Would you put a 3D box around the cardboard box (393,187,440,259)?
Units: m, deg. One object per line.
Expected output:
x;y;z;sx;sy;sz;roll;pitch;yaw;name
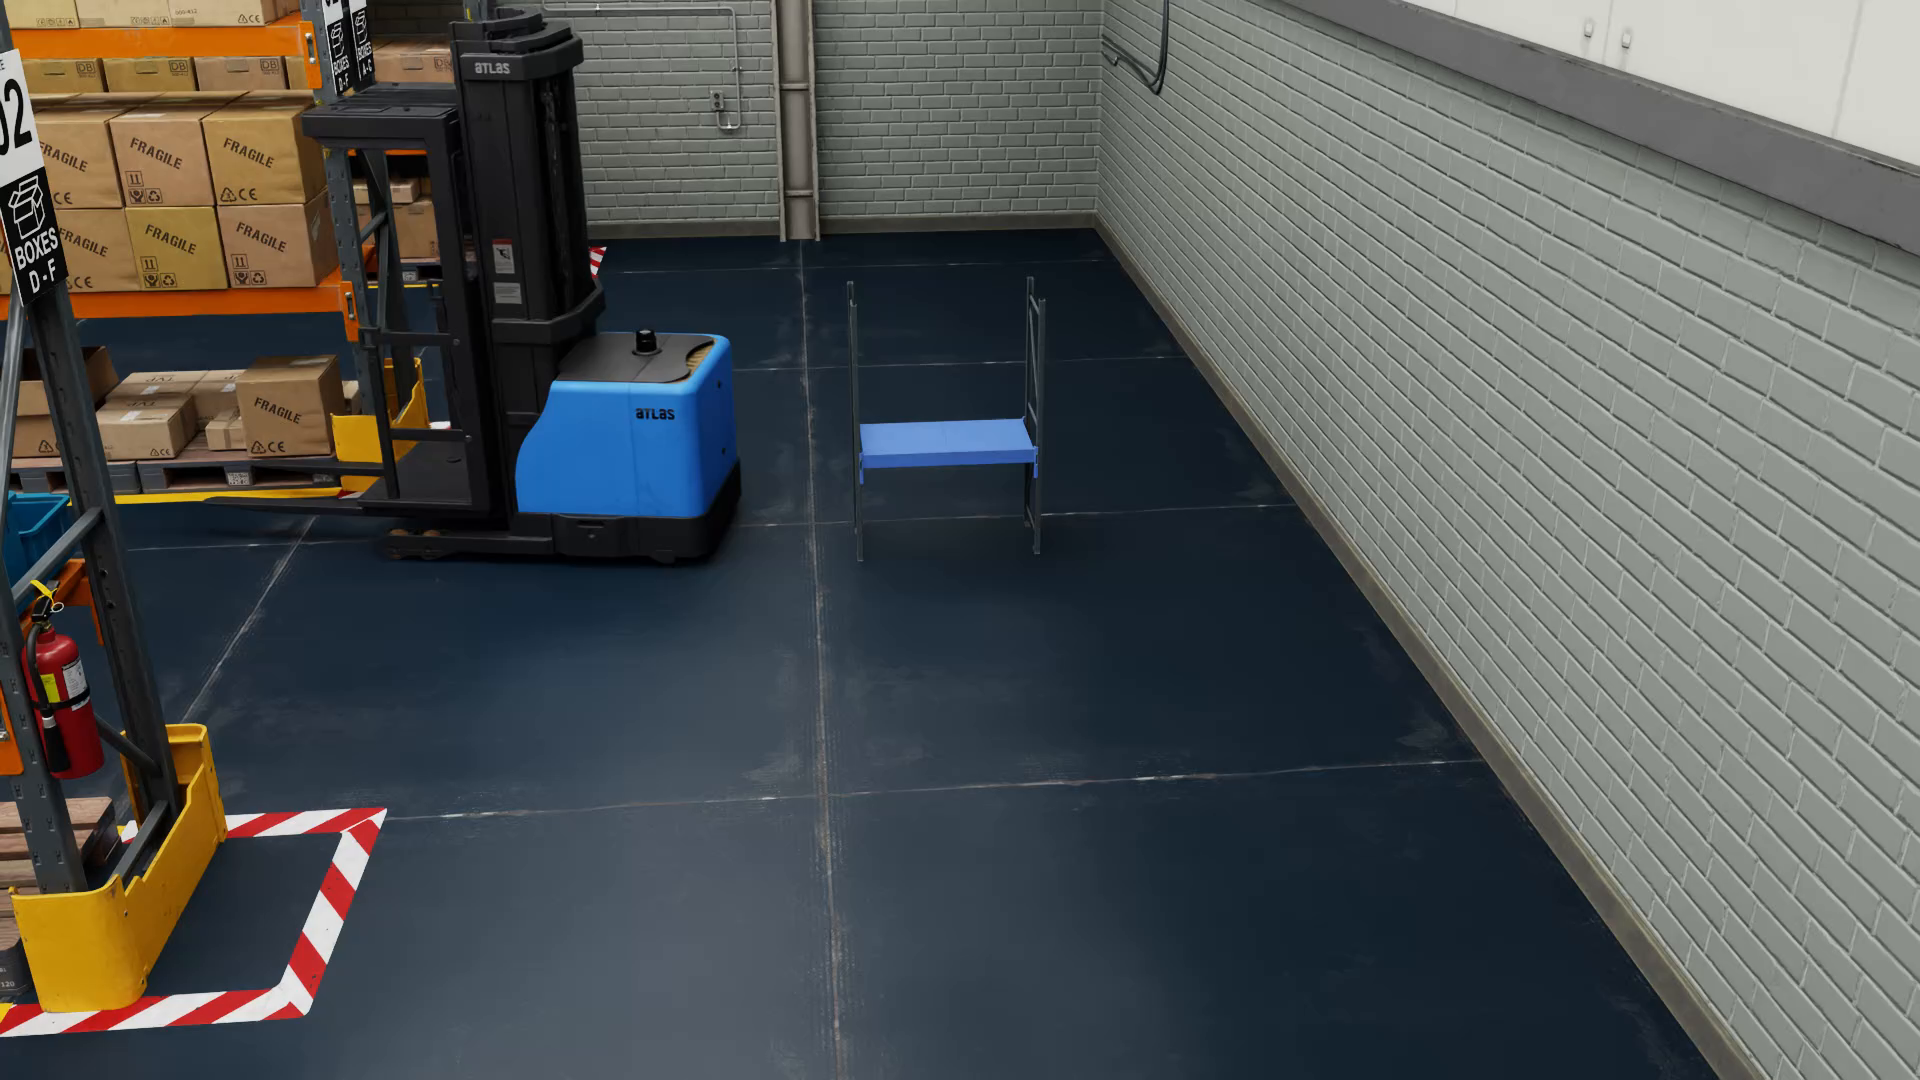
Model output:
-4.873;-2.899;15.139;0.500;0.500;0.700;-2;24;-5;cardboard box

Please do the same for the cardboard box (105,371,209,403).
-5.260;-0.913;10.955;0.500;0.250;0.500;-2;24;-5;cardboard box

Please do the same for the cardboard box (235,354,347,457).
-4.213;-0.853;10.512;0.500;0.500;0.500;-2;24;-5;cardboard box

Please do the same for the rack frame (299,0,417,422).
-3.696;-1.915;10.366;0.127;3.000;1.000;-2;24;-5;rack frame

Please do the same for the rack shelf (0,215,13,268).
-5.203;-0.875;5.219;4.000;0.370;1.077;-2;24;-5;rack shelf

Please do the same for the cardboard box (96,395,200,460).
-5.161;-0.713;10.504;0.500;0.250;0.500;-2;24;-5;cardboard box

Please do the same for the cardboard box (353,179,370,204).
-5.237;-3.106;14.807;0.250;0.149;0.380;-2;24;-4;cardboard box

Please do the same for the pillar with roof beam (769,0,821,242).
-1.161;-5.376;10.766;0.400;9.000;9.100;-2;24;-5;pillar with roof beam

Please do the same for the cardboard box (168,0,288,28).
-4.181;-3.090;9.501;0.500;0.250;0.500;-2;24;-5;cardboard box

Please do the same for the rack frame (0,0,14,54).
-3.213;-2.654;4.643;0.127;3.000;1.000;-2;24;-5;rack frame

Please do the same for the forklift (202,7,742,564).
-2.887;-1.436;9.372;3.031;2.935;1.130;2;24;5;forklift

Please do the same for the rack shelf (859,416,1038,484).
-0.085;-0.518;9.511;1.000;0.185;0.538;-2;24;-5;rack shelf

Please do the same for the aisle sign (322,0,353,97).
-3.598;-2.982;9.566;0.004;0.787;0.394;-2;24;-5;aisle sign

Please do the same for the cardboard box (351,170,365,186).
-5.522;-3.251;15.132;0.250;0.149;0.380;-2;24;-5;cardboard box

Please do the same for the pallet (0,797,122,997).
-4.037;1.378;6.389;1.213;0.211;1.003;-2;24;-5;pallet

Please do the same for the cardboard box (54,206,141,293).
-5.128;-1.793;9.968;0.500;0.500;0.500;-2;24;-5;cardboard box

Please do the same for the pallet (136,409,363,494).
-4.565;-0.606;10.853;1.213;0.211;1.003;-2;24;-5;pallet

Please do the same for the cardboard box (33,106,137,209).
-5.130;-2.246;9.756;0.500;0.500;0.500;-2;24;-4;cardboard box

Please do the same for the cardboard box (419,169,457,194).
-4.769;-3.281;15.200;0.250;0.149;0.380;-2;24;-5;cardboard box

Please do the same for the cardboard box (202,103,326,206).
-4.112;-2.289;9.853;0.500;0.500;0.500;-3;24;-6;cardboard box

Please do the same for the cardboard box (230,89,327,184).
-4.163;-2.507;10.343;0.500;0.500;0.500;-2;24;-4;cardboard box

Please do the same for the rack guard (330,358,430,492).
-3.772;-0.770;10.867;0.348;0.500;1.175;-2;24;-5;rack guard

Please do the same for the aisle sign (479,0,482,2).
-4.085;-4.987;14.076;0.004;0.787;0.394;-2;24;-5;aisle sign

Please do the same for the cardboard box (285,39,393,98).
-5.416;-3.997;14.679;0.700;0.700;0.980;-2;24;-6;cardboard box

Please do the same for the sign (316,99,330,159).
-3.661;-2.364;9.560;0.005;0.325;0.100;-2;24;-5;sign

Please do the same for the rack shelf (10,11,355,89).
-5.686;-2.877;9.723;4.000;0.370;1.077;-2;24;-5;rack shelf

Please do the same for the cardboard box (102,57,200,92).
-6.899;-3.937;14.545;0.700;0.700;0.980;-3;24;-6;cardboard box

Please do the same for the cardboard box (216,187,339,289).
-4.115;-1.833;10.058;0.500;0.500;0.500;-2;24;-4;cardboard box

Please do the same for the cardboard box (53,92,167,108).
-5.181;-2.465;10.248;0.500;0.500;0.500;-2;24;-4;cardboard box

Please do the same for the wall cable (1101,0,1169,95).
1.477;-5.321;14.466;0.112;2.526;3.097;-2;24;-5;wall cable

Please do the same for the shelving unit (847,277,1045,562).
-0.085;-0.682;9.438;1.048;1.500;0.538;-2;24;-5;shelving unit

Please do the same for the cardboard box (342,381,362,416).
-4.146;-0.936;11.131;0.250;0.149;0.380;-2;24;-5;cardboard box

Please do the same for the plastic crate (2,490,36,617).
-3.528;0.132;5.642;0.499;0.435;0.616;-2;24;-5;plastic crate

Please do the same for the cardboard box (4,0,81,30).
-5.176;-3.050;9.410;0.500;0.250;0.500;-2;24;-5;cardboard box

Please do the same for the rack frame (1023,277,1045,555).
0.421;-0.702;9.483;0.032;1.500;0.500;-2;24;-5;rack frame
